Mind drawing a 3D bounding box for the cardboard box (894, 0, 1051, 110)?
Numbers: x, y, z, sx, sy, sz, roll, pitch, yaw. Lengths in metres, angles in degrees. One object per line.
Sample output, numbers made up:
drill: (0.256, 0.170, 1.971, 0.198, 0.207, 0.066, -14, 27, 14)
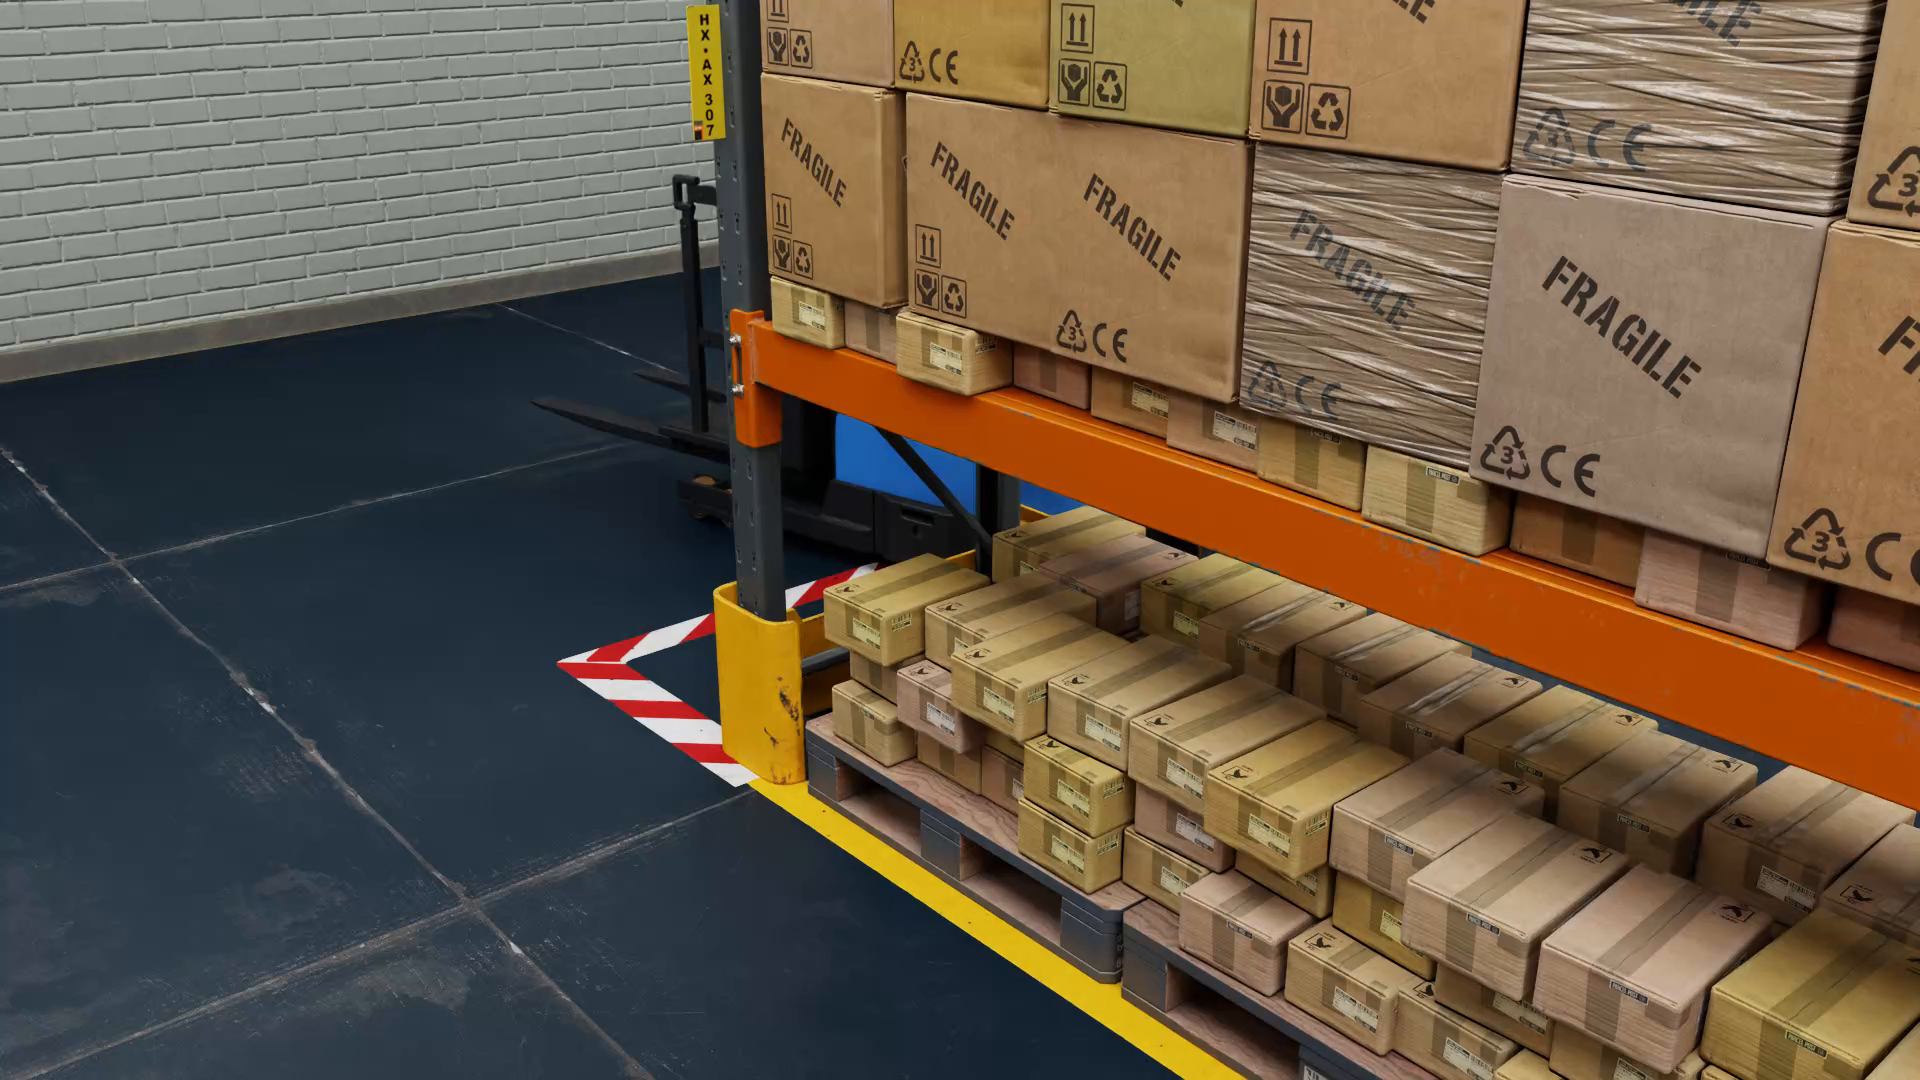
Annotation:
cardboard box: (0.202, -1.225, 3.582, 0.500, 0.500, 0.500, -16, 27, -36)

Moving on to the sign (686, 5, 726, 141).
sign: (-0.635, -1.173, 4.179, 0.100, 0.325, 0.005, -17, 27, -37)

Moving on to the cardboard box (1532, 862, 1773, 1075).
cardboard box: (1.236, 0.753, 2.966, 0.380, 0.149, 0.250, -19, 28, -40)

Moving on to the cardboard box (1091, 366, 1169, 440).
cardboard box: (0.504, -0.347, 3.603, 0.380, 0.149, 0.250, -18, 28, -38)

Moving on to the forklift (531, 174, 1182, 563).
forklift: (-0.519, -1.549, 6.419, 3.031, 2.935, 1.130, 15, 26, 34)

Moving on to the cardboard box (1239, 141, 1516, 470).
cardboard box: (0.876, -0.475, 3.039, 0.500, 0.500, 0.500, -18, 28, -39)

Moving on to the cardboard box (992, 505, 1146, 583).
cardboard box: (0.314, 0.042, 4.782, 0.380, 0.149, 0.250, -17, 27, -37)

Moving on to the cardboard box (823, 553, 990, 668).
cardboard box: (-0.139, 0.181, 4.426, 0.380, 0.149, 0.250, -19, 28, -40)

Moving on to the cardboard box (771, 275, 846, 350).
cardboard box: (-0.261, -0.615, 4.285, 0.380, 0.149, 0.250, -18, 28, -38)

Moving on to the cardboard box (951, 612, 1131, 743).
cardboard box: (0.199, 0.329, 4.049, 0.380, 0.149, 0.250, -18, 27, -38)

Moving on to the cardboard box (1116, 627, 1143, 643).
cardboard box: (0.467, 0.257, 4.640, 0.380, 0.149, 0.250, -18, 28, -39)

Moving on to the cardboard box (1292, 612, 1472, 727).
cardboard box: (1.038, 0.314, 4.088, 0.380, 0.149, 0.250, -16, 27, -36)

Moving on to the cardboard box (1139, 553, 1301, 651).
cardboard box: (0.700, 0.166, 4.465, 0.380, 0.149, 0.250, -18, 28, -39)

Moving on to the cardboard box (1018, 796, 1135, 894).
cardboard box: (0.360, 0.670, 3.993, 0.380, 0.149, 0.250, -17, 27, -37)

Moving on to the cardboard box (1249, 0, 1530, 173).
cardboard box: (0.860, -0.936, 2.844, 0.500, 0.500, 0.500, -19, 28, -39)

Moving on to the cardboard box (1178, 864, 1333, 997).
cardboard box: (0.695, 0.807, 3.643, 0.380, 0.149, 0.250, -19, 28, -40)

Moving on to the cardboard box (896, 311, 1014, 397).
cardboard box: (0.072, -0.467, 3.908, 0.380, 0.149, 0.250, -18, 28, -39)

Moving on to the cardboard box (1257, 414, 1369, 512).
cardboard box: (0.796, -0.196, 3.216, 0.380, 0.149, 0.250, -16, 27, -36)

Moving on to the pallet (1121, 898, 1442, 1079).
pallet: (1.122, 0.990, 3.667, 1.003, 0.211, 1.213, -17, 27, -37)

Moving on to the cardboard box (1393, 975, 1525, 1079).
cardboard box: (1.078, 0.937, 3.313, 0.380, 0.149, 0.250, -17, 27, -36)

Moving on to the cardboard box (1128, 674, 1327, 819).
cardboard box: (0.598, 0.457, 3.723, 0.380, 0.149, 0.250, -16, 27, -35)

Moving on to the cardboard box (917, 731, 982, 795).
cardboard box: (0.109, 0.506, 4.411, 0.380, 0.149, 0.250, -18, 27, -38)

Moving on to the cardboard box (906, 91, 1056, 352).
cardboard box: (0.229, -0.753, 3.748, 0.500, 0.500, 0.500, -17, 27, -37)

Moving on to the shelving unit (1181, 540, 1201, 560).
shelving unit: (0.969, -0.367, 5.981, 0.252, 1.050, 0.215, -4, 22, -9)

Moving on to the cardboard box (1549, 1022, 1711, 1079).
cardboard box: (1.296, 0.888, 3.030, 0.380, 0.149, 0.250, -17, 27, -36)

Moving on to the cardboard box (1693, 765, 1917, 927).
cardboard box: (1.690, 0.611, 3.327, 0.380, 0.149, 0.250, -17, 27, -36)

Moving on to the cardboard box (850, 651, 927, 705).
cardboard box: (-0.076, 0.300, 4.530, 0.380, 0.149, 0.250, -16, 27, -35)

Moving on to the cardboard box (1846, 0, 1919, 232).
cardboard box: (1.534, -0.652, 2.119, 0.500, 0.500, 0.500, -19, 28, -39)

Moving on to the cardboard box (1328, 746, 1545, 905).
cardboard box: (0.972, 0.587, 3.390, 0.380, 0.149, 0.250, -17, 27, -37)

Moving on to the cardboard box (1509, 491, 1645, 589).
cardboard box: (1.168, -0.062, 2.873, 0.380, 0.149, 0.250, -18, 28, -38)

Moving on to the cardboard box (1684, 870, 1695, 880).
cardboard box: (1.521, 0.674, 3.576, 0.380, 0.149, 0.250, -18, 27, -38)

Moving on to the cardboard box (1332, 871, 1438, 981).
cardboard box: (0.994, 0.725, 3.445, 0.380, 0.149, 0.250, -16, 26, -35)

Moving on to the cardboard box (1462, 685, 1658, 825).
cardboard box: (1.319, 0.478, 3.667, 0.380, 0.149, 0.250, -17, 27, -37)

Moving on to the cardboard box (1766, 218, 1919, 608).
cardboard box: (1.519, -0.189, 2.309, 0.500, 0.500, 0.500, -18, 28, -39)

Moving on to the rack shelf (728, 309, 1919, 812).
rack shelf: (1.082, -0.012, 3.387, 1.077, 0.370, 4.000, -17, 27, -37)

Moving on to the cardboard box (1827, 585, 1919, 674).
cardboard box: (1.527, 0.079, 2.514, 0.380, 0.149, 0.250, -18, 28, -39)

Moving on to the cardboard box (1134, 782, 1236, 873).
cardboard box: (0.617, 0.583, 3.808, 0.380, 0.149, 0.250, -19, 28, -40)

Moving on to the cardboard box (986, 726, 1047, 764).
cardboard box: (0.287, 0.436, 4.184, 0.380, 0.149, 0.250, -17, 27, -37)
